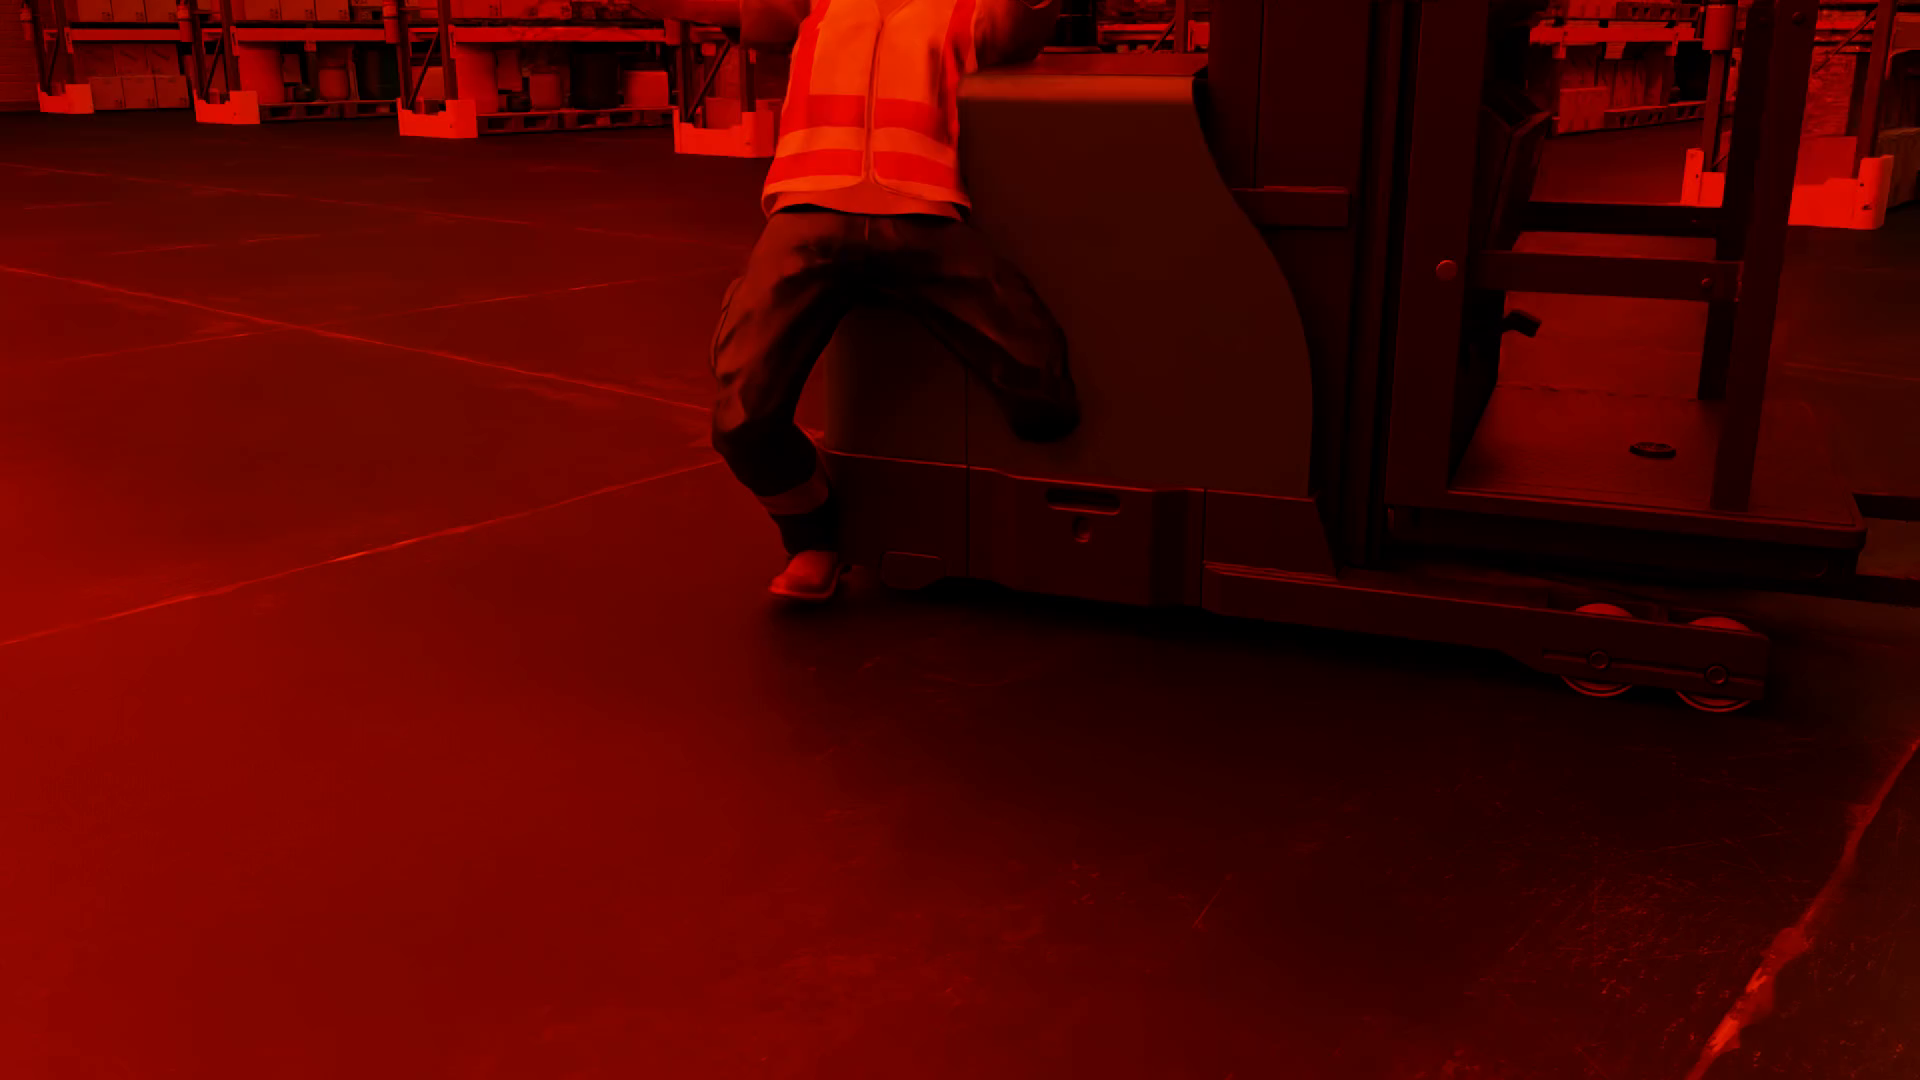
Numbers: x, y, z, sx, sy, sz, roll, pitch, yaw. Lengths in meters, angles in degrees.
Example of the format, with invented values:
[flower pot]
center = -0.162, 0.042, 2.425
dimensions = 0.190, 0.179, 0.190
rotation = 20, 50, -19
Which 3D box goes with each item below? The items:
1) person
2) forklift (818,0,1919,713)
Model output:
[person]
center = -0.318, -0.681, 3.327
dimensions = 1.080, 1.621, 0.702
rotation = -2, 17, -6
[forklift]
center = 1.265, -1.272, 3.087
dimensions = 3.031, 2.935, 1.130
rotation = 7, 18, 21
